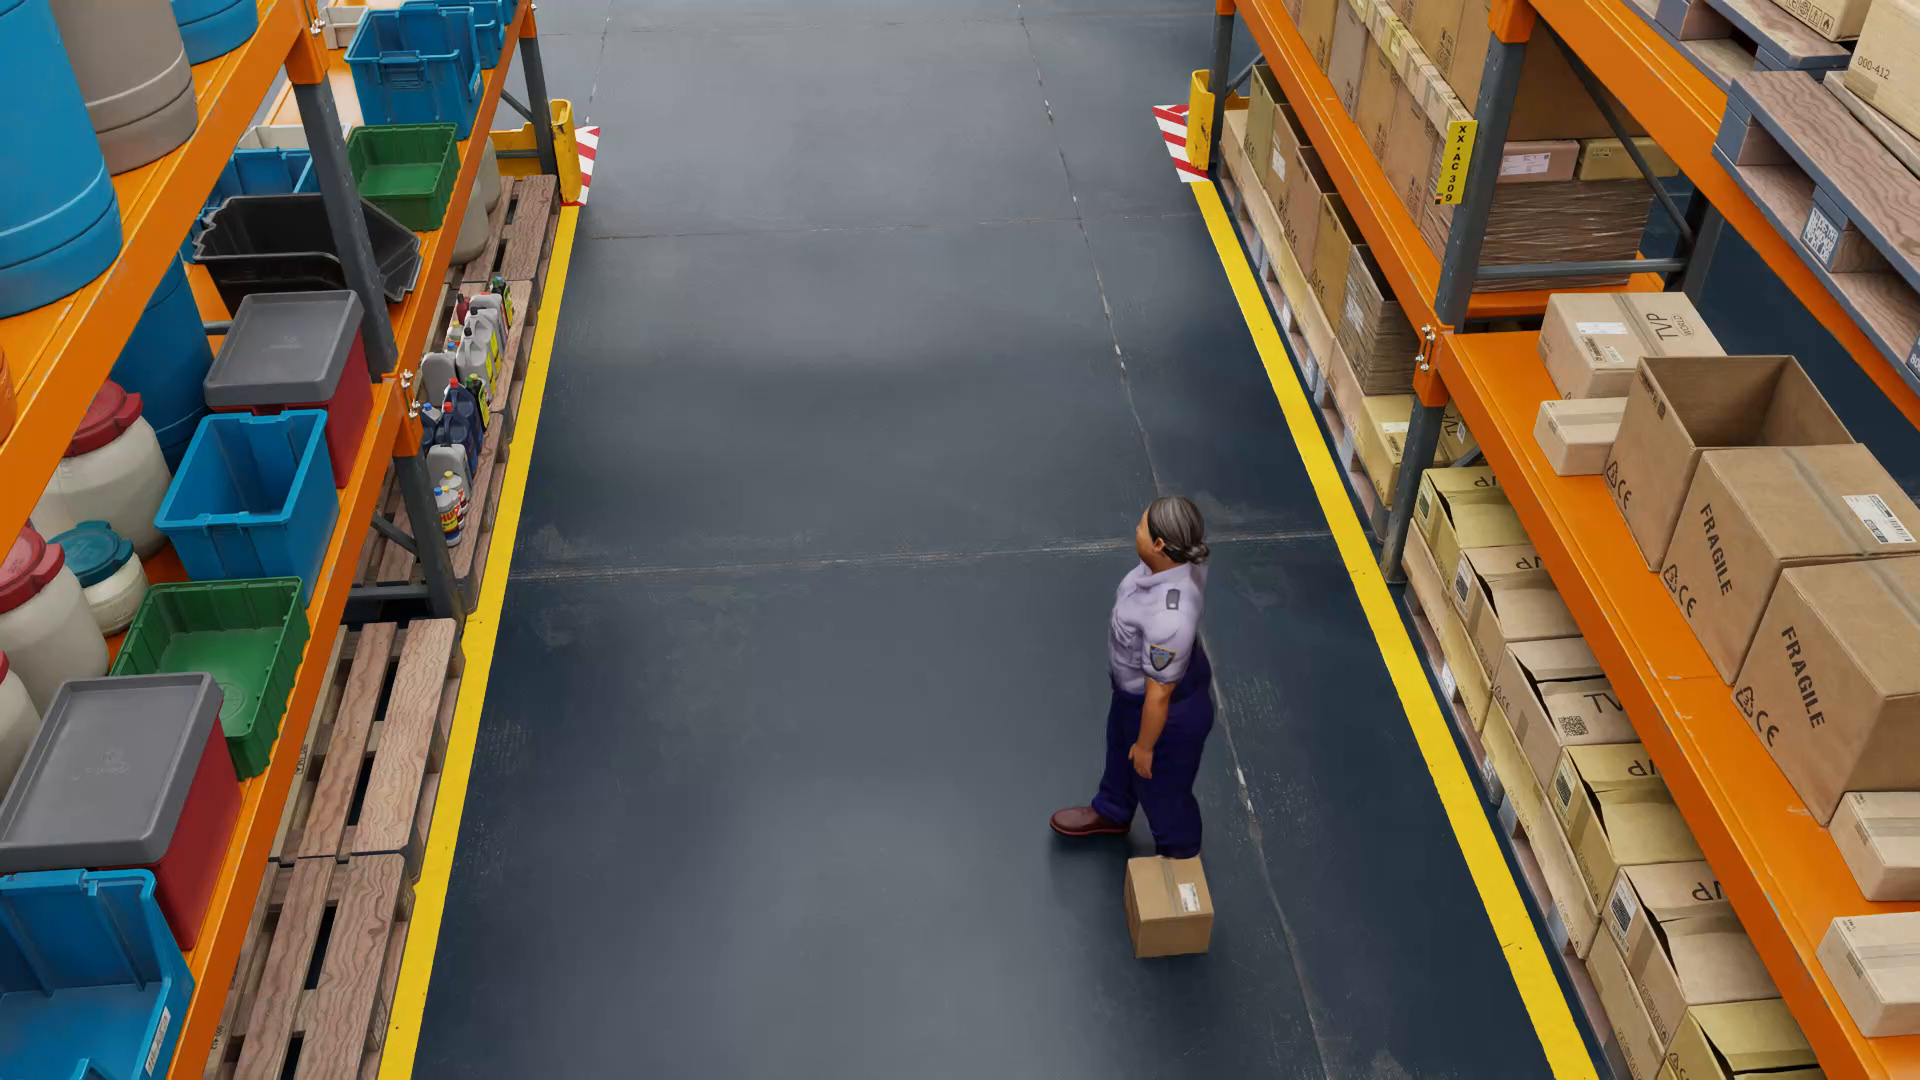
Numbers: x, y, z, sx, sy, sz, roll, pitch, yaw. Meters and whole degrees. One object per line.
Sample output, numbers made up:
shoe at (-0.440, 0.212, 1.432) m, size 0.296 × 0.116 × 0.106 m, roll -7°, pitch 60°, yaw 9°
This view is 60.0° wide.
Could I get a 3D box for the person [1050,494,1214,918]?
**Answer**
person at (0.591, 0.520, 5.500) m, size 0.540 × 1.648 × 0.580 m, roll 3°, pitch 39°, yaw 4°
